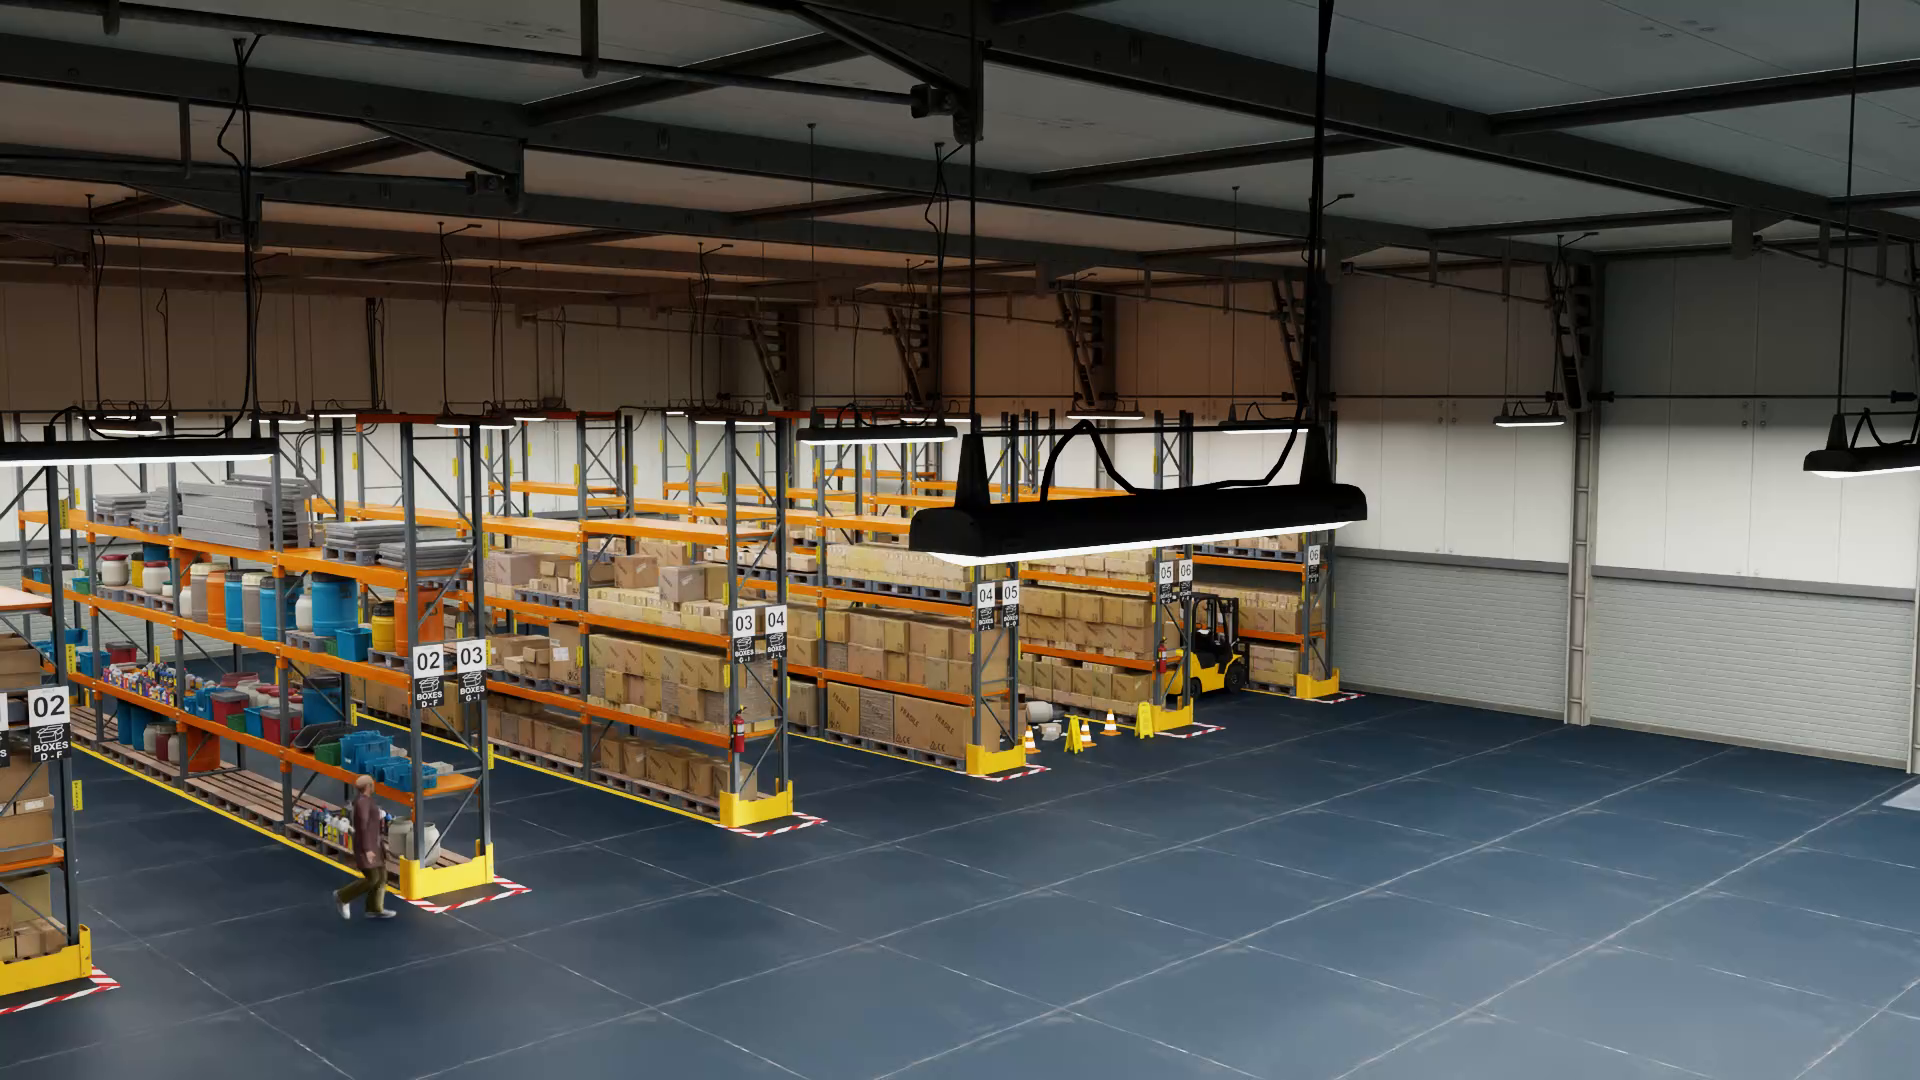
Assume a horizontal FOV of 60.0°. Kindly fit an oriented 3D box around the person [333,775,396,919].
[{"bbox_3d":[-7.177,3.699,20.011,0.685,1.762,0.589,0,5,-1],"label":"person"}]

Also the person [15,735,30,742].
[{"bbox_3d":[-12.979,3.501,23.026,0.350,1.687,0.517,-1,5,-8],"label":"person"}]
